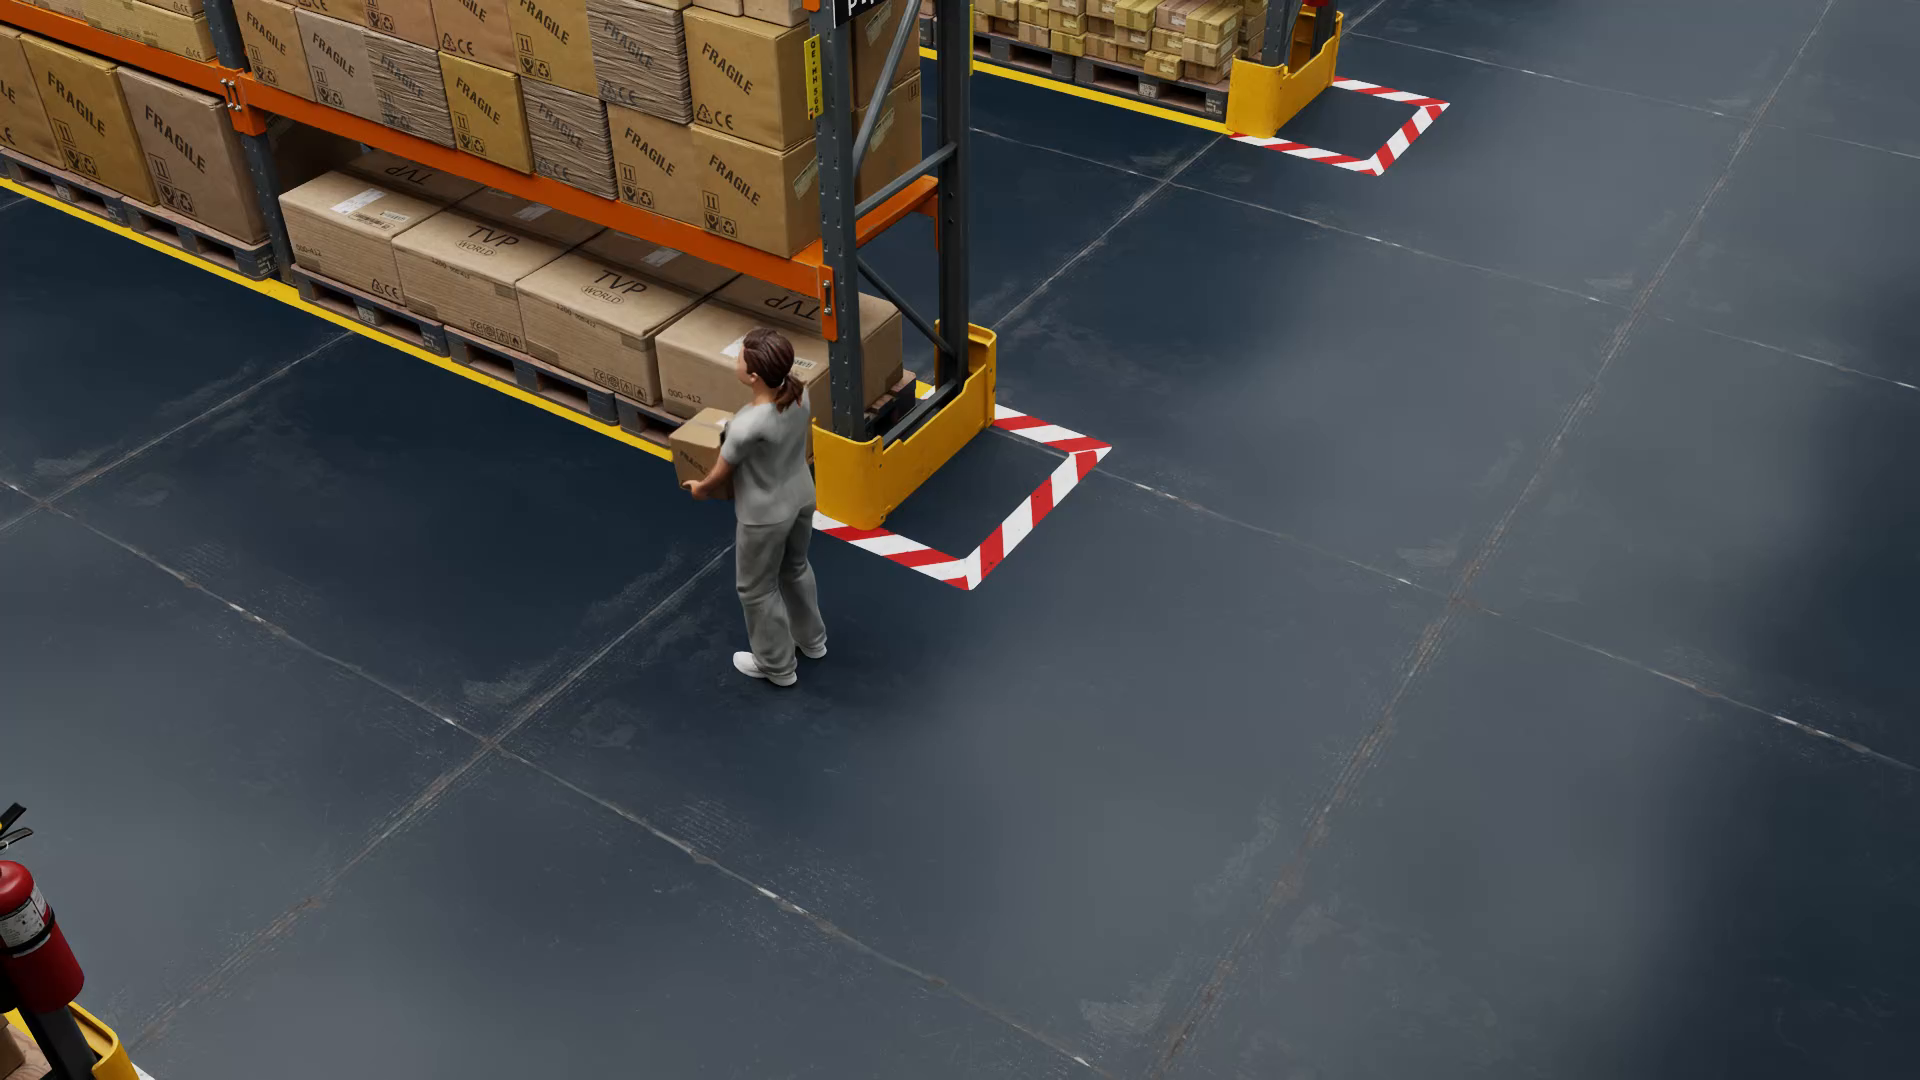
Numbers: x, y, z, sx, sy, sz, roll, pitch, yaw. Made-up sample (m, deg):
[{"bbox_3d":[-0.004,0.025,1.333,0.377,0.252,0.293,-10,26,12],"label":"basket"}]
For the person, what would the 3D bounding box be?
[{"bbox_3d":[-0.814,-0.149,6.689,0.542,1.668,0.424,21,43,25],"label":"person"}]
